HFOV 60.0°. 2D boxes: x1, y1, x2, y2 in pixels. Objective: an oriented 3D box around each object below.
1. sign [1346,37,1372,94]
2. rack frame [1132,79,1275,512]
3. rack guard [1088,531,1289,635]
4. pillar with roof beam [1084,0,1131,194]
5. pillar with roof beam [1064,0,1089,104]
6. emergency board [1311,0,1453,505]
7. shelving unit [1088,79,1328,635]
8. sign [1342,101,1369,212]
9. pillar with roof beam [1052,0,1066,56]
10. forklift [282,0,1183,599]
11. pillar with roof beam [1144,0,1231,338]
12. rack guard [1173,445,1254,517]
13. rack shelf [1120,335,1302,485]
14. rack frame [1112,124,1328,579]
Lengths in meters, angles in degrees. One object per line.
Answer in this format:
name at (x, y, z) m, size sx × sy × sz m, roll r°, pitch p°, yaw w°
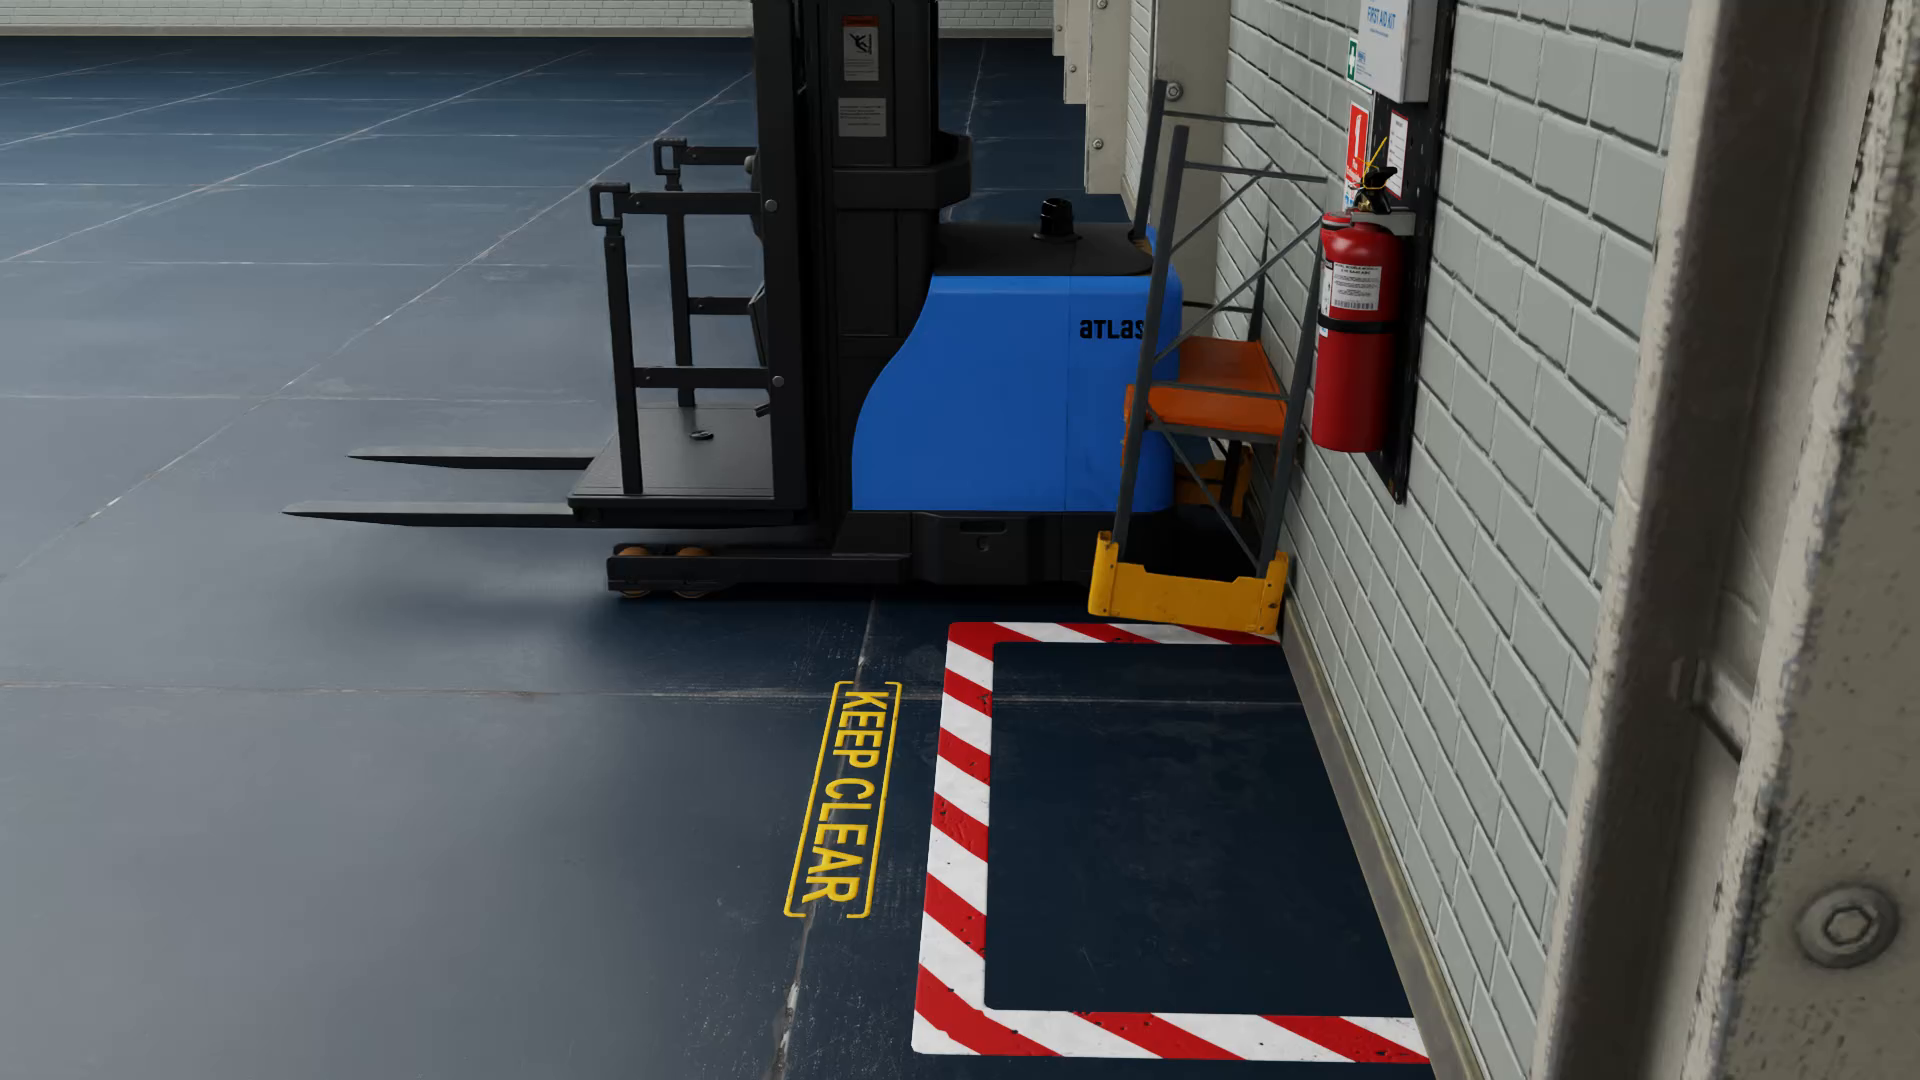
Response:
sign at (1.007, -1.196, 4.182) m, size 0.001 × 0.109 × 0.331 m, roll 1°, pitch 21°, yaw 2°
rack frame at (0.824, -0.826, 5.855) m, size 0.500 × 1.500 × 0.032 m, roll 7°, pitch 23°, yaw 1°
rack guard at (0.705, 0.134, 5.158) m, size 0.587 × 0.250 × 0.087 m, roll 7°, pitch 23°, yaw 1°
pillar with roof beam at (-3.155, -7.025, 11.694) m, size 9.100 × 9.000 × 0.400 m, roll 1°, pitch 21°, yaw 2°
pillar with roof beam at (-2.973, -9.194, 17.285) m, size 9.100 × 9.000 × 0.400 m, roll 1°, pitch 21°, yaw 2°
emergency board at (0.896, -0.735, 3.776) m, size 0.194 × 1.169 × 0.643 m, roll 1°, pitch 21°, yaw 2°
shelving unit at (0.796, -0.629, 5.378) m, size 0.587 × 1.500 × 1.083 m, roll 7°, pitch 23°, yaw 1°
sign at (1.016, -0.950, 4.282) m, size 0.001 × 0.329 × 0.234 m, roll 1°, pitch 21°, yaw 2°
pillar with roof beam at (-2.790, -11.364, 22.876) m, size 9.100 × 9.000 × 0.400 m, roll 1°, pitch 21°, yaw 2°
forklift at (-0.791, -1.362, 5.488) m, size 3.031 × 2.935 × 1.130 m, roll 0°, pitch 21°, yaw 1°
pillar with roof beam at (-3.338, -4.855, 6.102) m, size 9.100 × 9.000 × 0.400 m, roll 1°, pitch 21°, yaw 2°
rack guard at (0.759, -0.245, 6.078) m, size 0.587 × 0.250 × 0.087 m, roll 7°, pitch 23°, yaw 1°
rack shelf at (0.778, -0.468, 5.455) m, size 0.538 × 0.185 × 1.000 m, roll 7°, pitch 23°, yaw 1°
rack frame at (0.768, -0.439, 4.917) m, size 0.500 × 1.500 × 0.032 m, roll 7°, pitch 23°, yaw 1°
